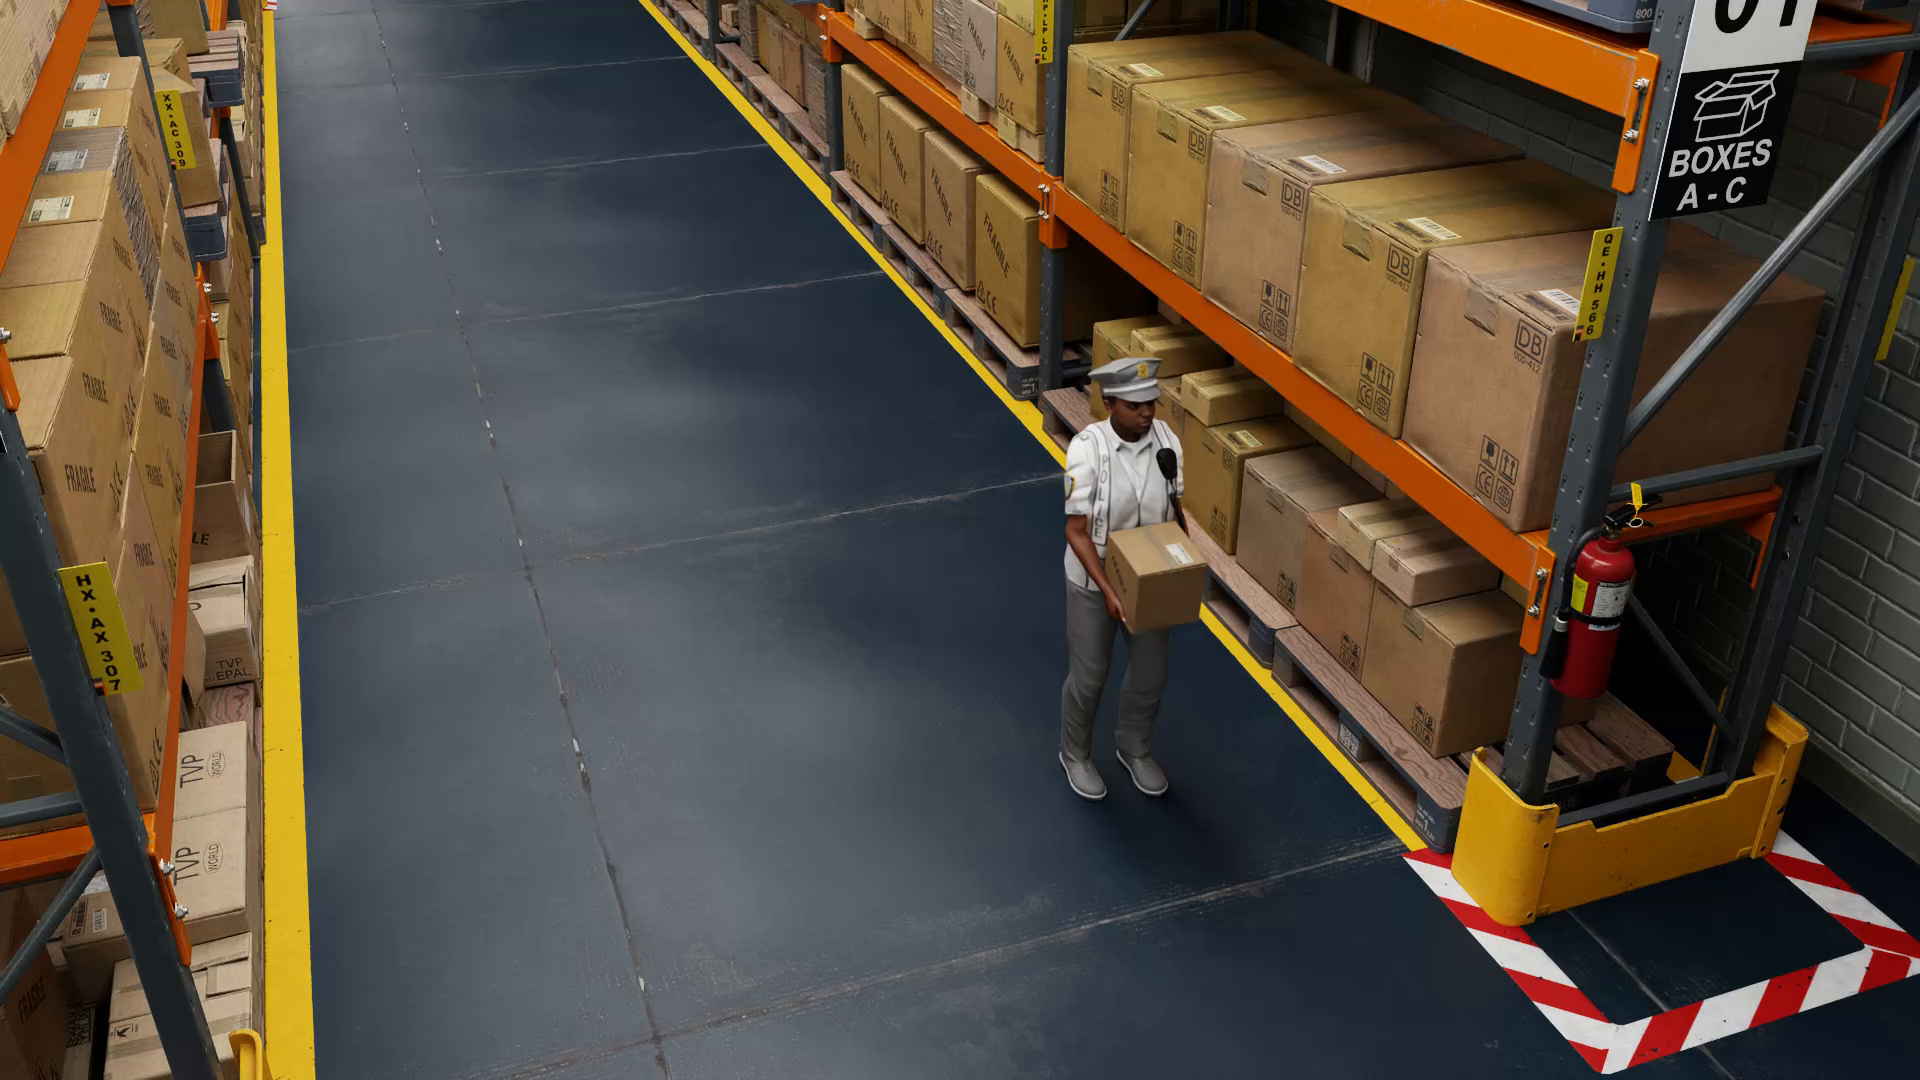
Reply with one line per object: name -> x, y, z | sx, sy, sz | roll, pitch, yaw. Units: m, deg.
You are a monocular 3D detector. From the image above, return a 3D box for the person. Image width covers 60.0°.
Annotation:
person -> 0.588, 0.170, 5.813 | 0.451, 1.690, 0.518 | -10, 32, -17
